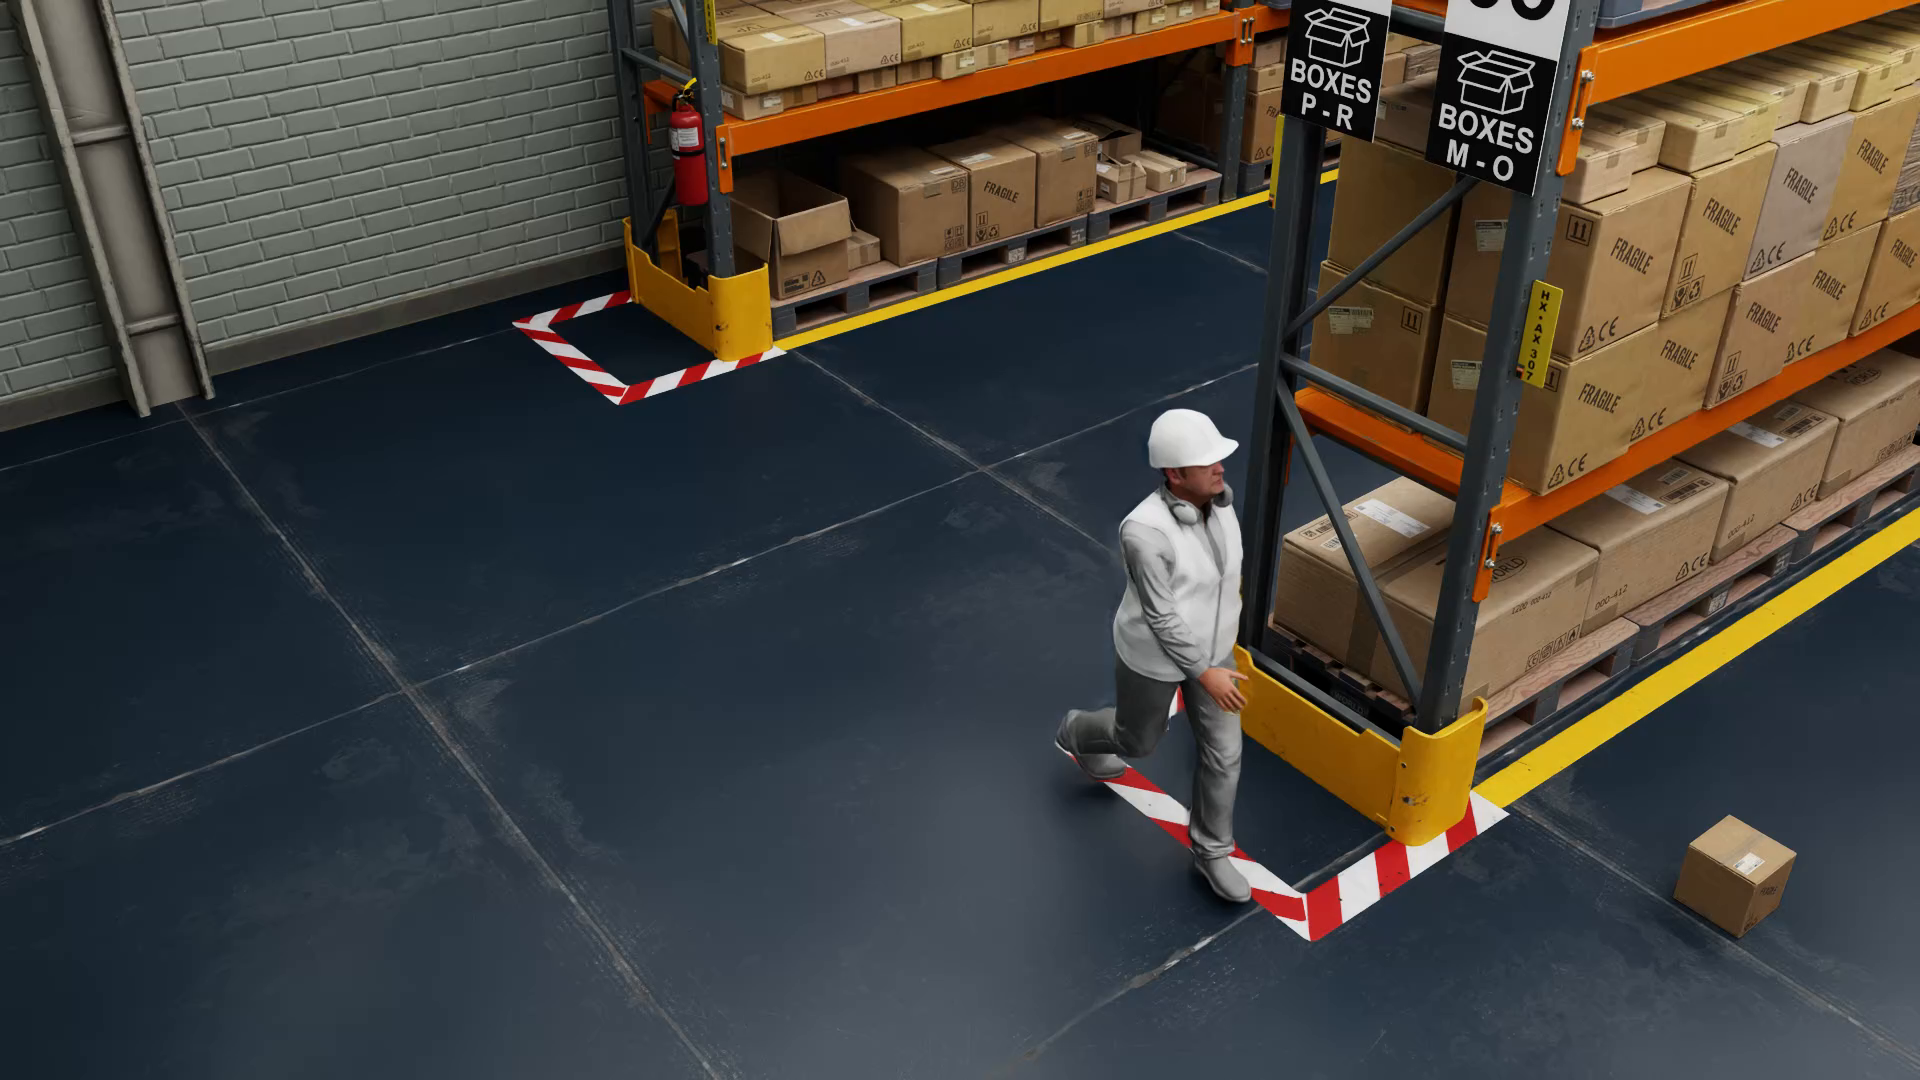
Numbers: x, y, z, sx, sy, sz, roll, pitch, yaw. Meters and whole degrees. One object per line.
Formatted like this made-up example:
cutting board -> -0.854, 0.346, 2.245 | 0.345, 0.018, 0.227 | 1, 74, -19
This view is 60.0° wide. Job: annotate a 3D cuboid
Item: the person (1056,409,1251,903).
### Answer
person -> 0.717, 0.326, 5.610 | 0.514, 1.728, 0.999 | -20, 37, -29
